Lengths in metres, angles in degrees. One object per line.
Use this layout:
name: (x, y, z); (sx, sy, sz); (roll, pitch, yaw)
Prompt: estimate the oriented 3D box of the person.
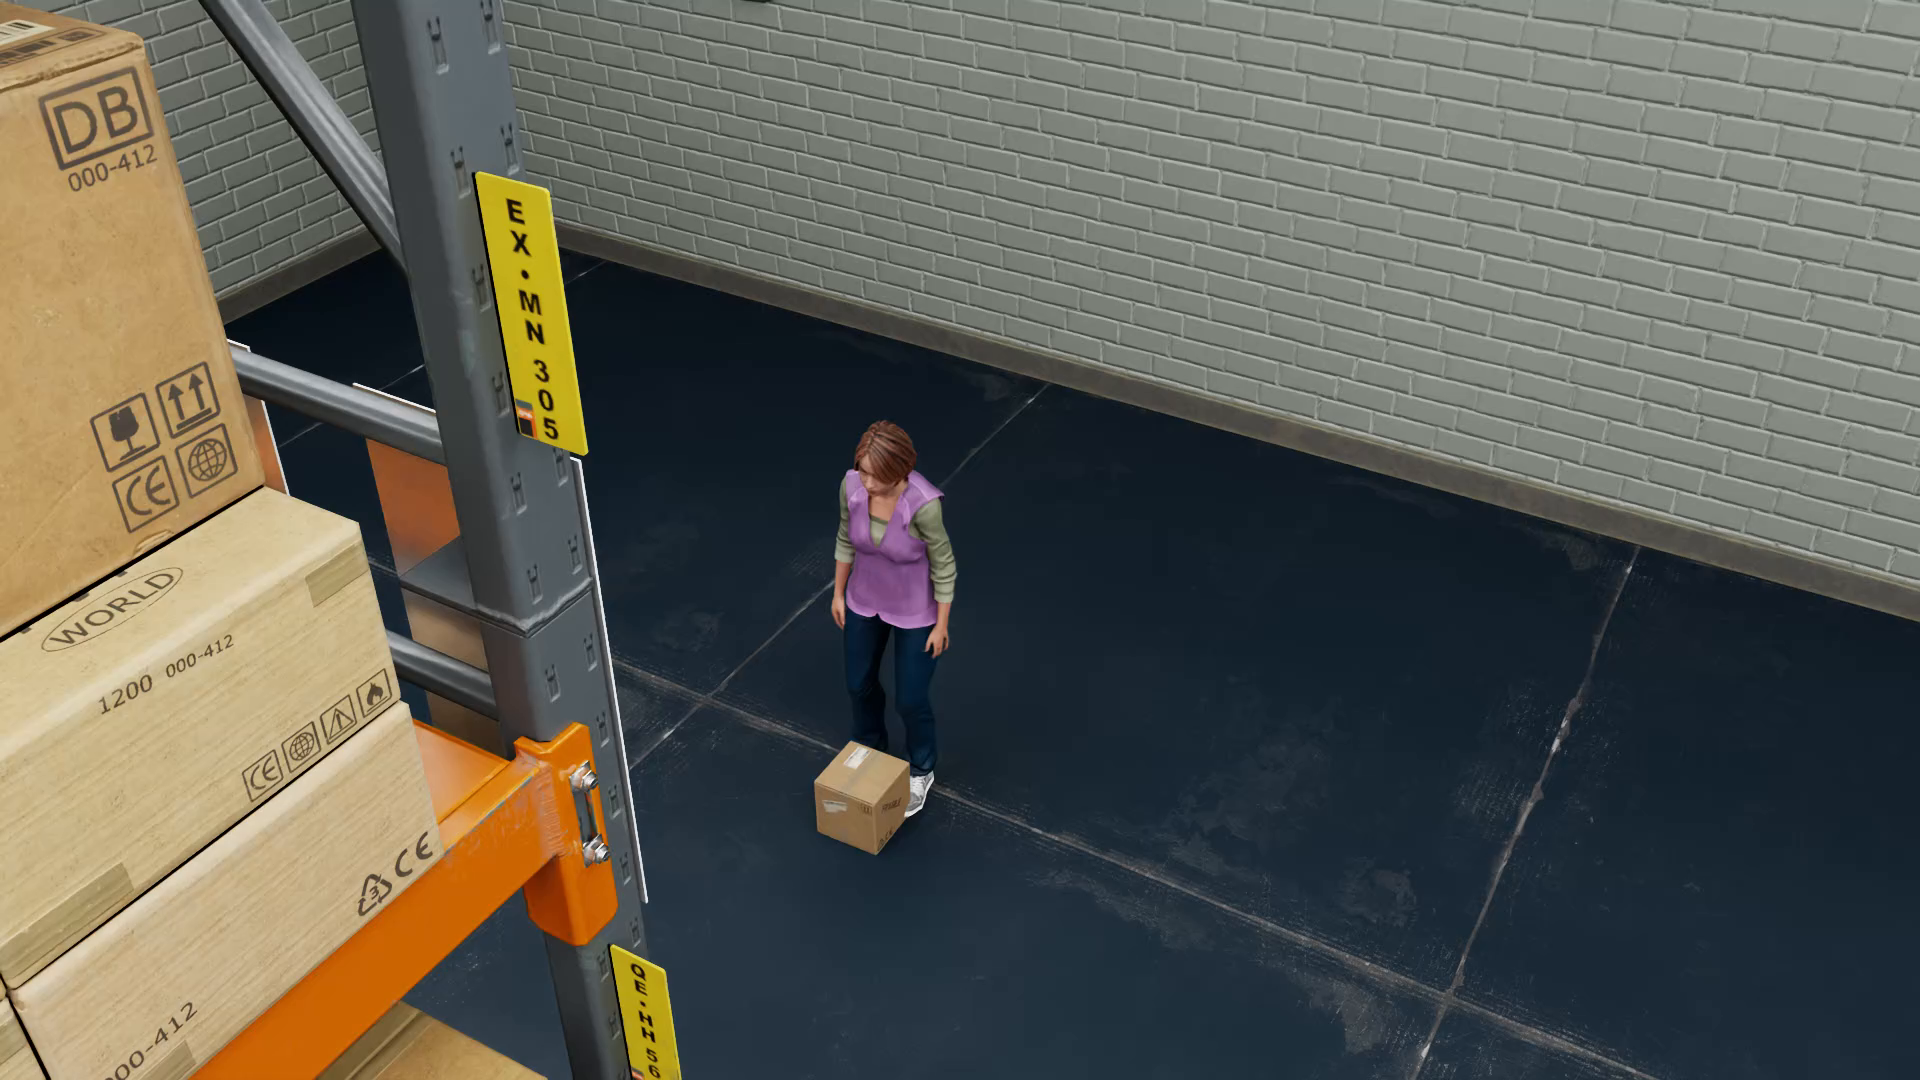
person: (-0.239, 0.255, 5.784); (0.471, 1.592, 0.348); (16, 38, 22)
